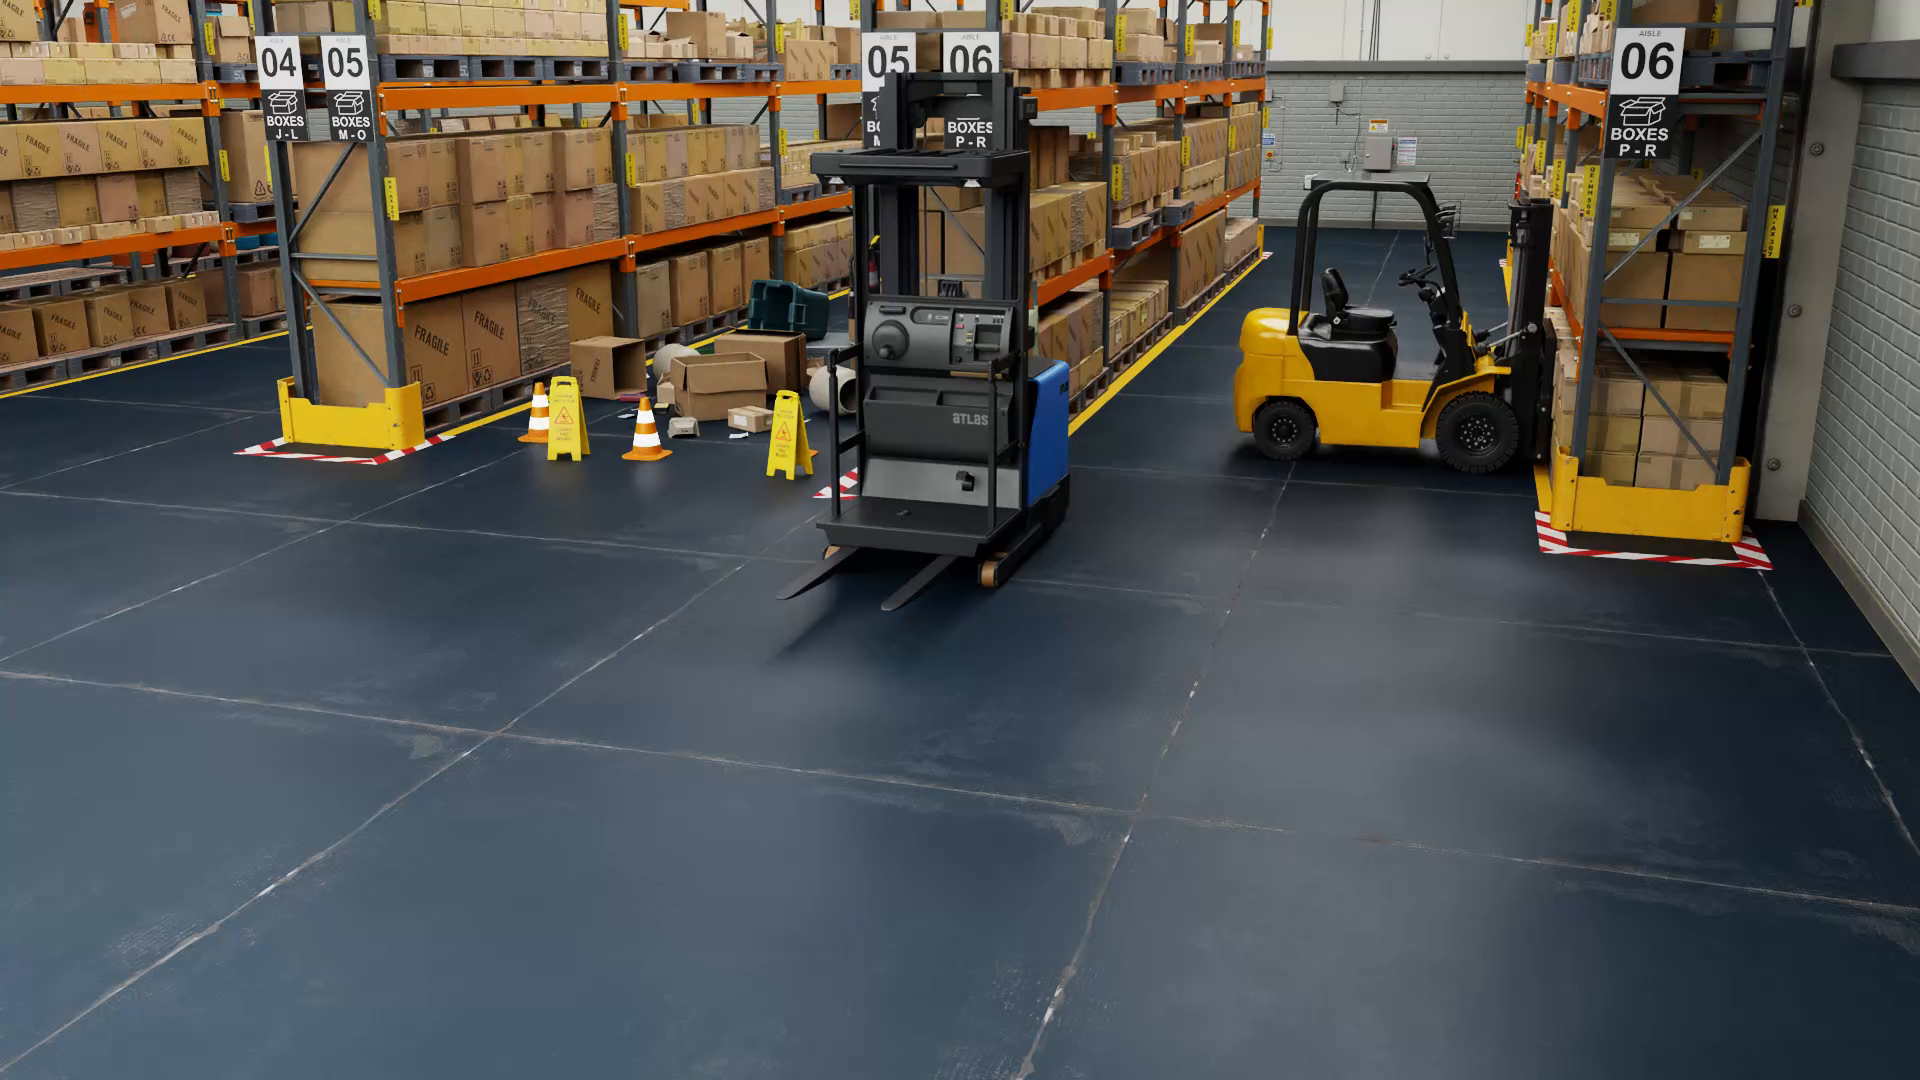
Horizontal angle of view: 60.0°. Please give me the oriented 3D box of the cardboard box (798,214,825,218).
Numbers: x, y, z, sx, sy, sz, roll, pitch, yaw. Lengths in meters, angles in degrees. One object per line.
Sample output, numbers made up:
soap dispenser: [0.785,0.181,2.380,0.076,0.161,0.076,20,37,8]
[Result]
cardboard box: [-2.180,-4.447,23.449,0.500,0.250,0.500,5,17,17]

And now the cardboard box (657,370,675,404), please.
cardboard box: [-2.564,-1.399,15.273,0.396,0.266,0.258,8,18,25]

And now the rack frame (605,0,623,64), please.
rack frame: [-3.841,-6.193,16.171,1.000,3.000,0.127,5,16,16]

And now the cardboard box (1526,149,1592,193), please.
cardboard box: [7.245,-4.458,20.097,0.700,0.500,0.500,5,16,16]

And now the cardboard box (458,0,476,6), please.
cardboard box: [-4.288,-4.544,13.903,0.380,0.149,0.250,4,16,15]

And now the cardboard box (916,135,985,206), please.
cardboard box: [-0.116,-2.857,12.845,0.700,0.500,0.500,5,17,16]

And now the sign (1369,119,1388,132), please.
sign: [7.902,-7.820,31.390,0.339,0.242,0.001,5,16,16]

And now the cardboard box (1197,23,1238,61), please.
cardboard box: [3.576,-6.921,23.100,0.500,0.500,0.500,5,17,17]

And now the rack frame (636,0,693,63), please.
rack frame: [-5.158,-9.743,28.689,1.000,3.000,0.127,5,16,16]

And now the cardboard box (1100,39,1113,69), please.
cardboard box: [1.066,-4.326,14.817,0.500,0.250,0.500,4,16,15]

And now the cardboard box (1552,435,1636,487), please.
cardboard box: [4.388,-0.545,11.524,0.500,0.250,0.500,5,17,16]

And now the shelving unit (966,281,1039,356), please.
shelving unit: [0.308,-1.033,11.690,0.431,1.500,0.755,1,14,9]

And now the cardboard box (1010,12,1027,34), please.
cardboard box: [0.280,-3.813,12.278,0.380,0.149,0.250,5,16,16]

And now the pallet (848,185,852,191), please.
pallet: [-1.924,-5.118,23.729,1.003,0.211,1.213,5,16,16]

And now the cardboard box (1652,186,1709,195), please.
cardboard box: [5.396,-2.565,12.458,0.380,0.149,0.250,5,17,17]

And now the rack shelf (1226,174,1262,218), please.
rack shelf: [3.775,-5.219,25.051,1.077,0.370,4.000,5,16,16]

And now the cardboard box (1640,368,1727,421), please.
cardboard box: [4.875,-0.990,11.259,0.500,0.250,0.500,4,16,15]

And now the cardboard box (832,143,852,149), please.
cardboard box: [-1.720,-5.440,23.113,0.380,0.149,0.250,5,16,16]

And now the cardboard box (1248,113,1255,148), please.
cardboard box: [4.171,-6.205,25.193,0.500,0.500,0.500,5,16,16]

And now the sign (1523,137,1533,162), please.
sign: [7.445,-5.115,21.778,0.100,0.325,0.005,5,16,16]

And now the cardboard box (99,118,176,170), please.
cardboard box: [-8.573,-4.120,17.296,0.500,0.500,0.500,5,16,16]

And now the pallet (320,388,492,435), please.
pallet: [-4.826,-1.134,14.439,1.003,0.211,1.213,5,16,16]

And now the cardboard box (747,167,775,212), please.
cardboard box: [-2.575,-4.262,20.176,0.500,0.500,0.500,5,16,16]

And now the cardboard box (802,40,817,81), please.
cardboard box: [-2.152,-6.104,21.173,0.500,0.500,0.500,5,16,16]

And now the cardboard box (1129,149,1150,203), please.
cardboard box: [1.637,-3.702,16.886,0.500,0.500,0.500,5,16,16]

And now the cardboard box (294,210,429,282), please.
cardboard box: [-4.916,-2.433,13.634,0.875,0.550,0.550,5,16,16]

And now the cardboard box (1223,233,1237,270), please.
cardboard box: [3.488,-4.167,23.950,0.875,0.438,0.875,4,16,15]

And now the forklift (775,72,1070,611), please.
forklift: [-0.198,-1.247,9.855,1.130,2.935,3.031,5,17,18]

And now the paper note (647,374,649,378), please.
paper note: [-3.164,-1.632,16.527,0.147,0.020,0.142,-7,17,-23]

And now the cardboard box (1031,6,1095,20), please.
cardboard box: [0.976,-4.924,15.784,0.500,0.250,0.500,5,17,17]

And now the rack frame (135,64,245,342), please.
rack frame: [-8.568,-3.717,18.439,1.000,3.000,0.127,5,16,16]

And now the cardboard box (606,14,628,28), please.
cardboard box: [-5.741,-8.431,27.051,0.500,0.250,0.500,4,16,14]

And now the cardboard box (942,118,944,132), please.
cardboard box: [-0.466,-6.847,26.910,0.500,0.500,0.500,4,16,14]

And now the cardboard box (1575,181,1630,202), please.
cardboard box: [5.048,-2.736,13.060,0.380,0.149,0.250,4,16,15]

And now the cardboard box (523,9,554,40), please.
cardboard box: [-4.023,-4.659,15.038,0.500,0.250,0.500,4,16,15]

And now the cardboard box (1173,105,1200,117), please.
cardboard box: [3.168,-6.049,23.454,0.380,0.149,0.250,5,17,17]

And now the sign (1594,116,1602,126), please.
sign: [9.630,-6.365,25.073,0.100,0.325,0.005,5,16,16]

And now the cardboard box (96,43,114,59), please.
cardboard box: [-8.733,-4.902,16.661,0.380,0.149,0.250,5,17,18]

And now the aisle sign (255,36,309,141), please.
aisle sign: [-5.286,-3.515,12.962,0.394,0.787,0.004,5,16,16]

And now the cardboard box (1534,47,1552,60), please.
cardboard box: [7.262,-5.985,20.442,0.380,0.149,0.250,5,17,17]

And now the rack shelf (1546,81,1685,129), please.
rack shelf: [6.262,-4.185,15.909,1.077,0.370,4.000,5,16,16]

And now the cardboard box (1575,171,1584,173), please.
cardboard box: [6.229,-3.635,16.774,0.380,0.149,0.250,5,17,16]

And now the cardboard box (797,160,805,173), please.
cardboard box: [-2.227,-4.829,21.504,0.380,0.149,0.250,4,16,14]

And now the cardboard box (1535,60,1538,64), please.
cardboard box: [8.002,-6.454,22.321,0.500,0.250,0.500,4,16,14]

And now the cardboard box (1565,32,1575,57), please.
cardboard box: [5.884,-4.624,15.350,0.500,0.311,0.500,4,16,14]

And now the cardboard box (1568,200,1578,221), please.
cardboard box: [5.014,-2.597,13.115,0.380,0.149,0.250,4,16,15]

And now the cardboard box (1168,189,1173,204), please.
cardboard box: [2.167,-3.828,18.517,0.380,0.149,0.250,4,16,15]

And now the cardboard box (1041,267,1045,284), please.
cardboard box: [0.461,-2.118,13.259,0.380,0.149,0.250,5,17,17]

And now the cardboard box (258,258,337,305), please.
cardboard box: [-8.061,-3.155,20.231,0.700,0.500,0.500,3,16,11]

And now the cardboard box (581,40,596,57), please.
cardboard box: [-3.709,-4.693,15.888,0.380,0.149,0.250,5,17,17]

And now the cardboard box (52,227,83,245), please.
cardboard box: [-8.876,-2.991,16.338,0.380,0.149,0.250,5,16,16]
